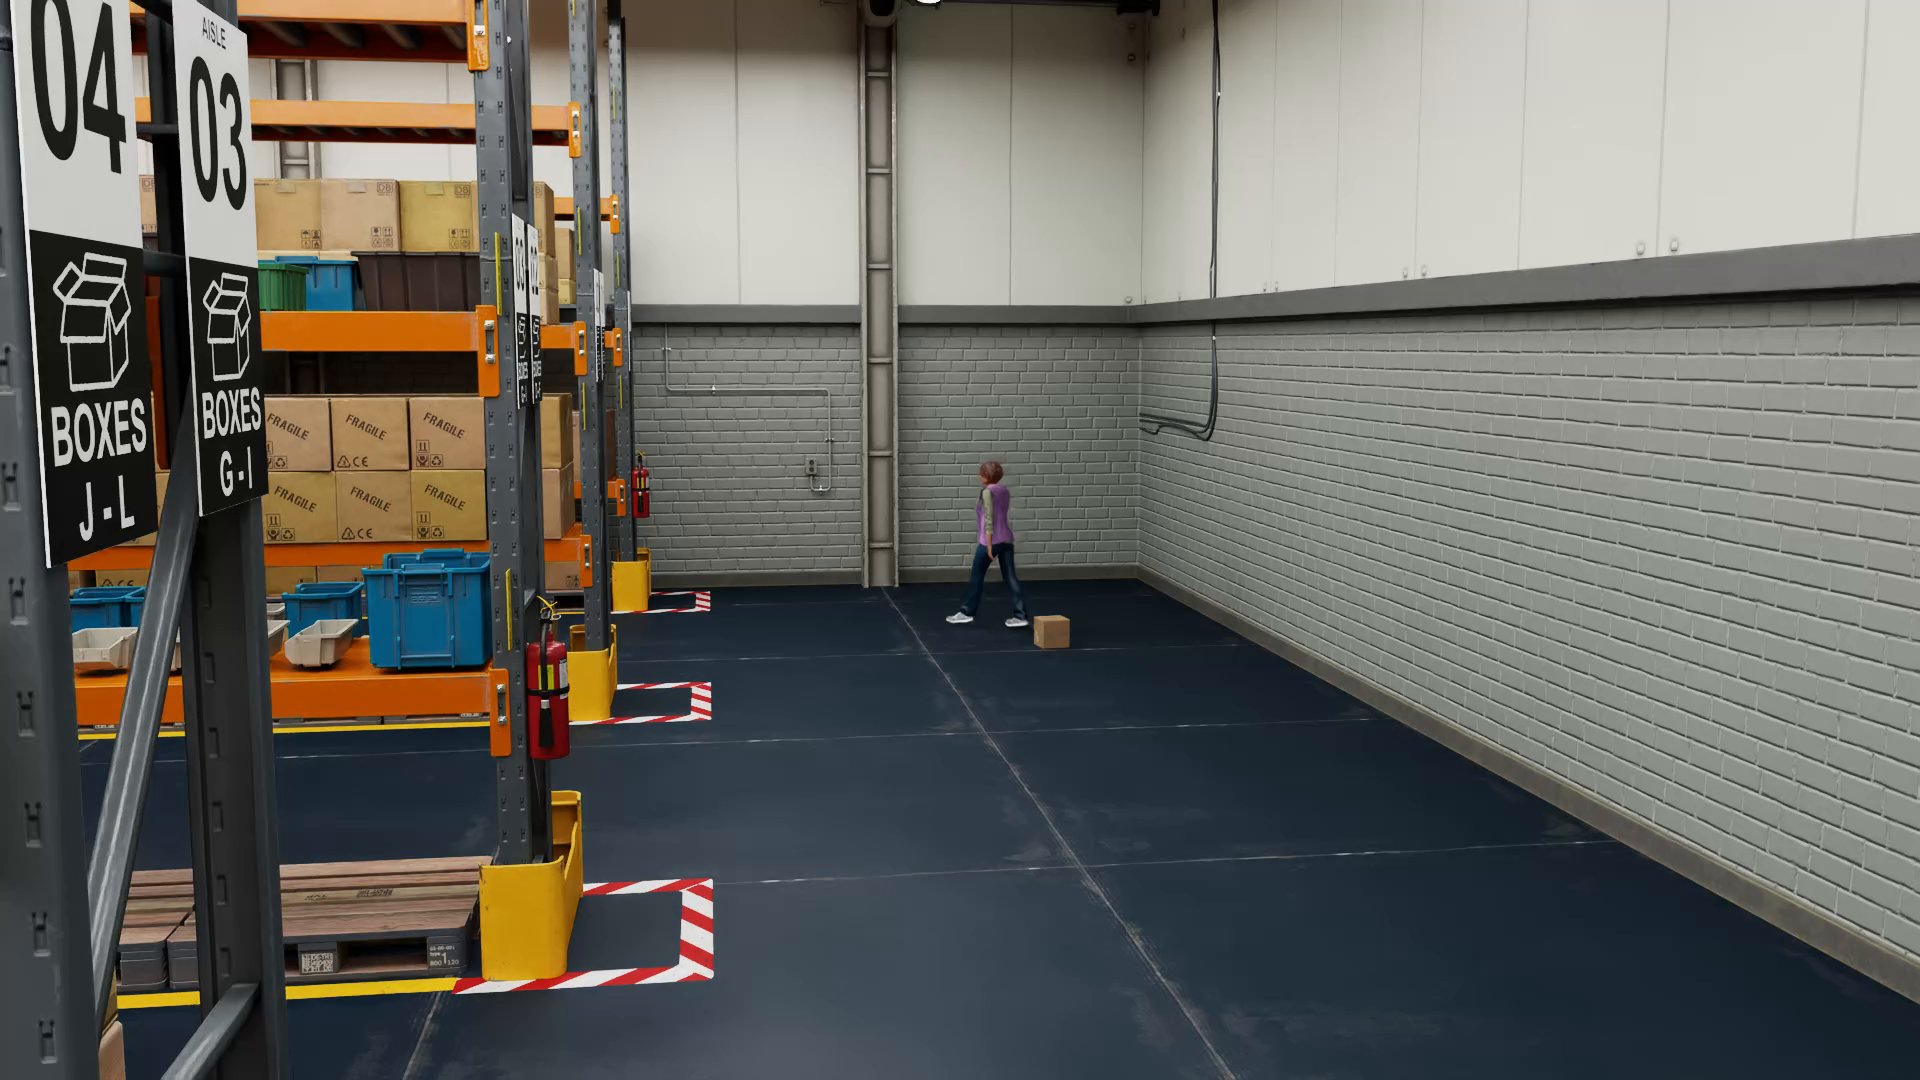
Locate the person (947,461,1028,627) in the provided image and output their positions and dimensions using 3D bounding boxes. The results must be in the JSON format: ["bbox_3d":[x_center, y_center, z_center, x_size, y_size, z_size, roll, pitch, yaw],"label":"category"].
[{"bbox_3d":[0.307,0.031,15.701,0.851,1.556,0.419,6,9,42],"label":"person"}]
